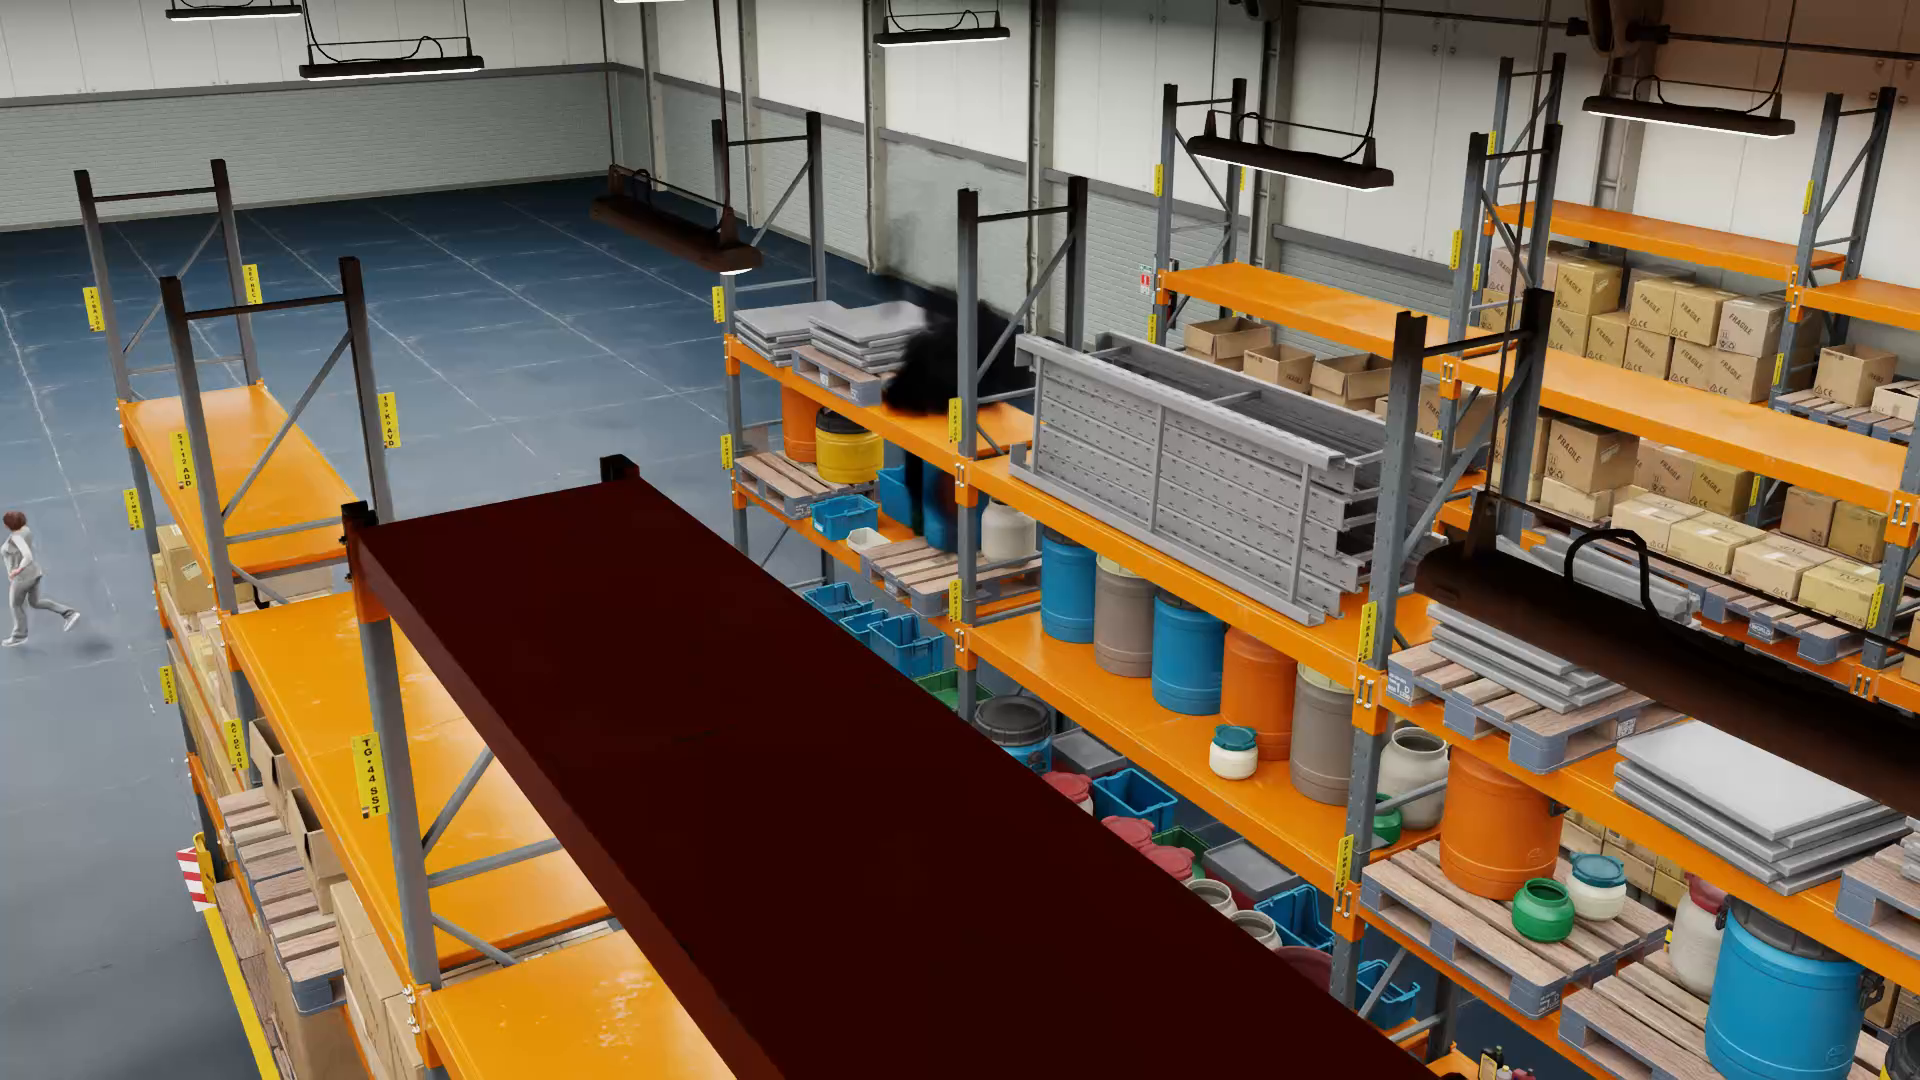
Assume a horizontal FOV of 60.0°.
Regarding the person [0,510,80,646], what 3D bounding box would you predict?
[{"bbox_3d":[-10.201,0.413,18.209,0.860,1.587,0.537,-2,22,-6],"label":"person"}]
